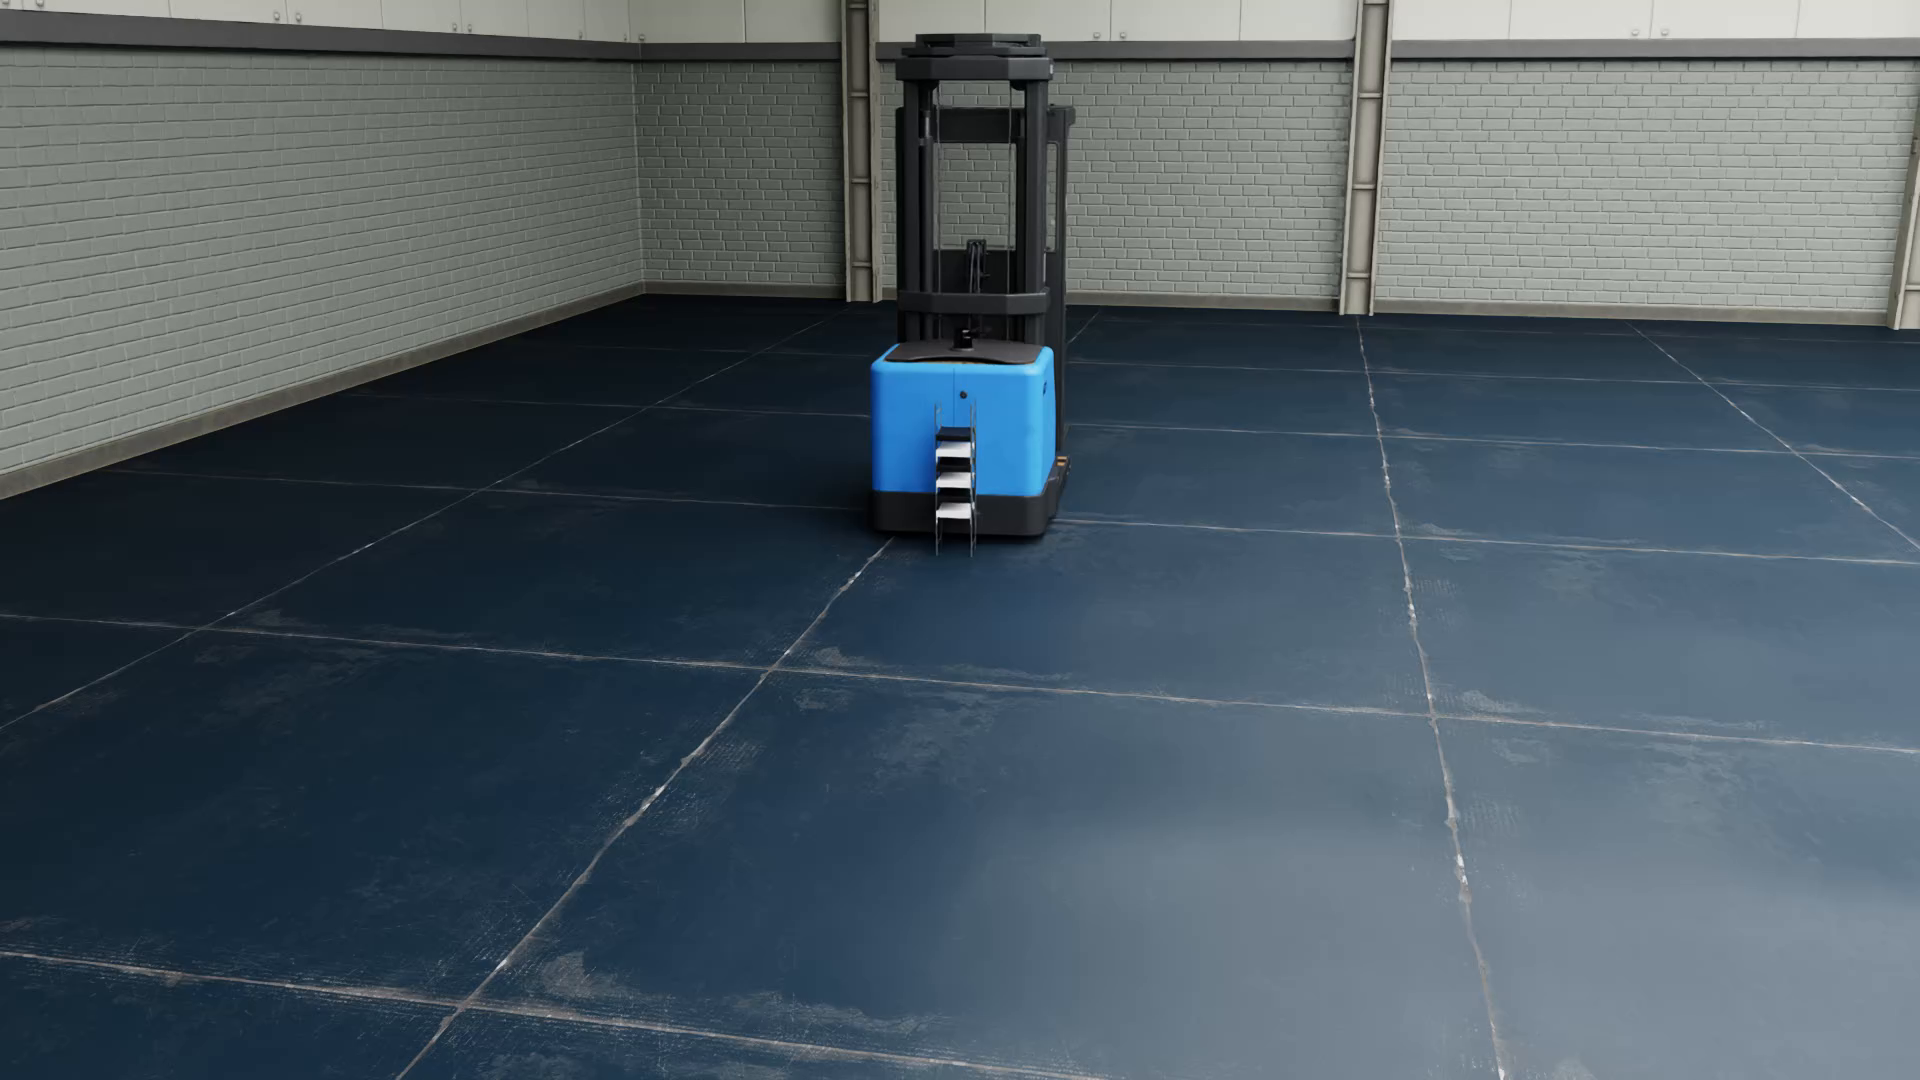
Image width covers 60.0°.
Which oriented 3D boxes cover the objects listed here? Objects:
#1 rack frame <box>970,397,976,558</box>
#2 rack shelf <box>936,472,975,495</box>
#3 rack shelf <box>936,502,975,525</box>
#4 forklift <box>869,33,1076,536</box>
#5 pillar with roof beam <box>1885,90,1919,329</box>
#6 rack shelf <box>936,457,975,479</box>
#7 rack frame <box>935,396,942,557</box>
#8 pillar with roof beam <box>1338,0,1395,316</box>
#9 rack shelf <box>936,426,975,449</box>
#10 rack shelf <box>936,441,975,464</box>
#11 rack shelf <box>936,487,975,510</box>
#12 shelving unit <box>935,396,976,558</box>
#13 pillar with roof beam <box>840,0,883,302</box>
[{"bbox_3d":[0.077,-0.361,9.609,0.006,0.900,0.240,2,16,6],"label":"rack frame"},{"bbox_3d":[-0.024,-0.332,9.629,0.200,0.077,0.258,2,16,6],"label":"rack shelf"},{"bbox_3d":[-0.024,-0.158,9.677,0.200,0.077,0.258,2,16,6],"label":"rack shelf"},{"bbox_3d":[0.169,-1.783,10.937,1.130,2.935,3.031,2,16,8],"label":"forklift"},{"bbox_3d":[9.705,-5.573,13.255,0.400,9.000,9.100,3,16,11],"label":"pillar with roof beam"},{"bbox_3d":[-0.024,-0.419,9.605,0.200,0.077,0.258,2,16,6],"label":"rack shelf"},{"bbox_3d":[-0.125,-0.367,9.632,0.006,0.900,0.240,2,16,6],"label":"rack frame"},{"bbox_3d":[3.825,-5.892,14.407,0.400,9.000,9.100,3,16,11],"label":"pillar with roof beam"},{"bbox_3d":[-0.024,-0.592,9.557,0.200,0.077,0.258,2,16,6],"label":"rack shelf"},{"bbox_3d":[-0.024,-0.505,9.581,0.200,0.077,0.258,2,16,6],"label":"rack shelf"},{"bbox_3d":[-0.024,-0.245,9.653,0.200,0.077,0.258,2,16,6],"label":"rack shelf"},{"bbox_3d":[-0.024,-0.364,9.620,0.210,0.900,0.258,2,16,6],"label":"shelving unit"},{"bbox_3d":[-2.054,-6.212,15.560,0.400,9.000,9.100,3,16,11],"label":"pillar with roof beam"}]
